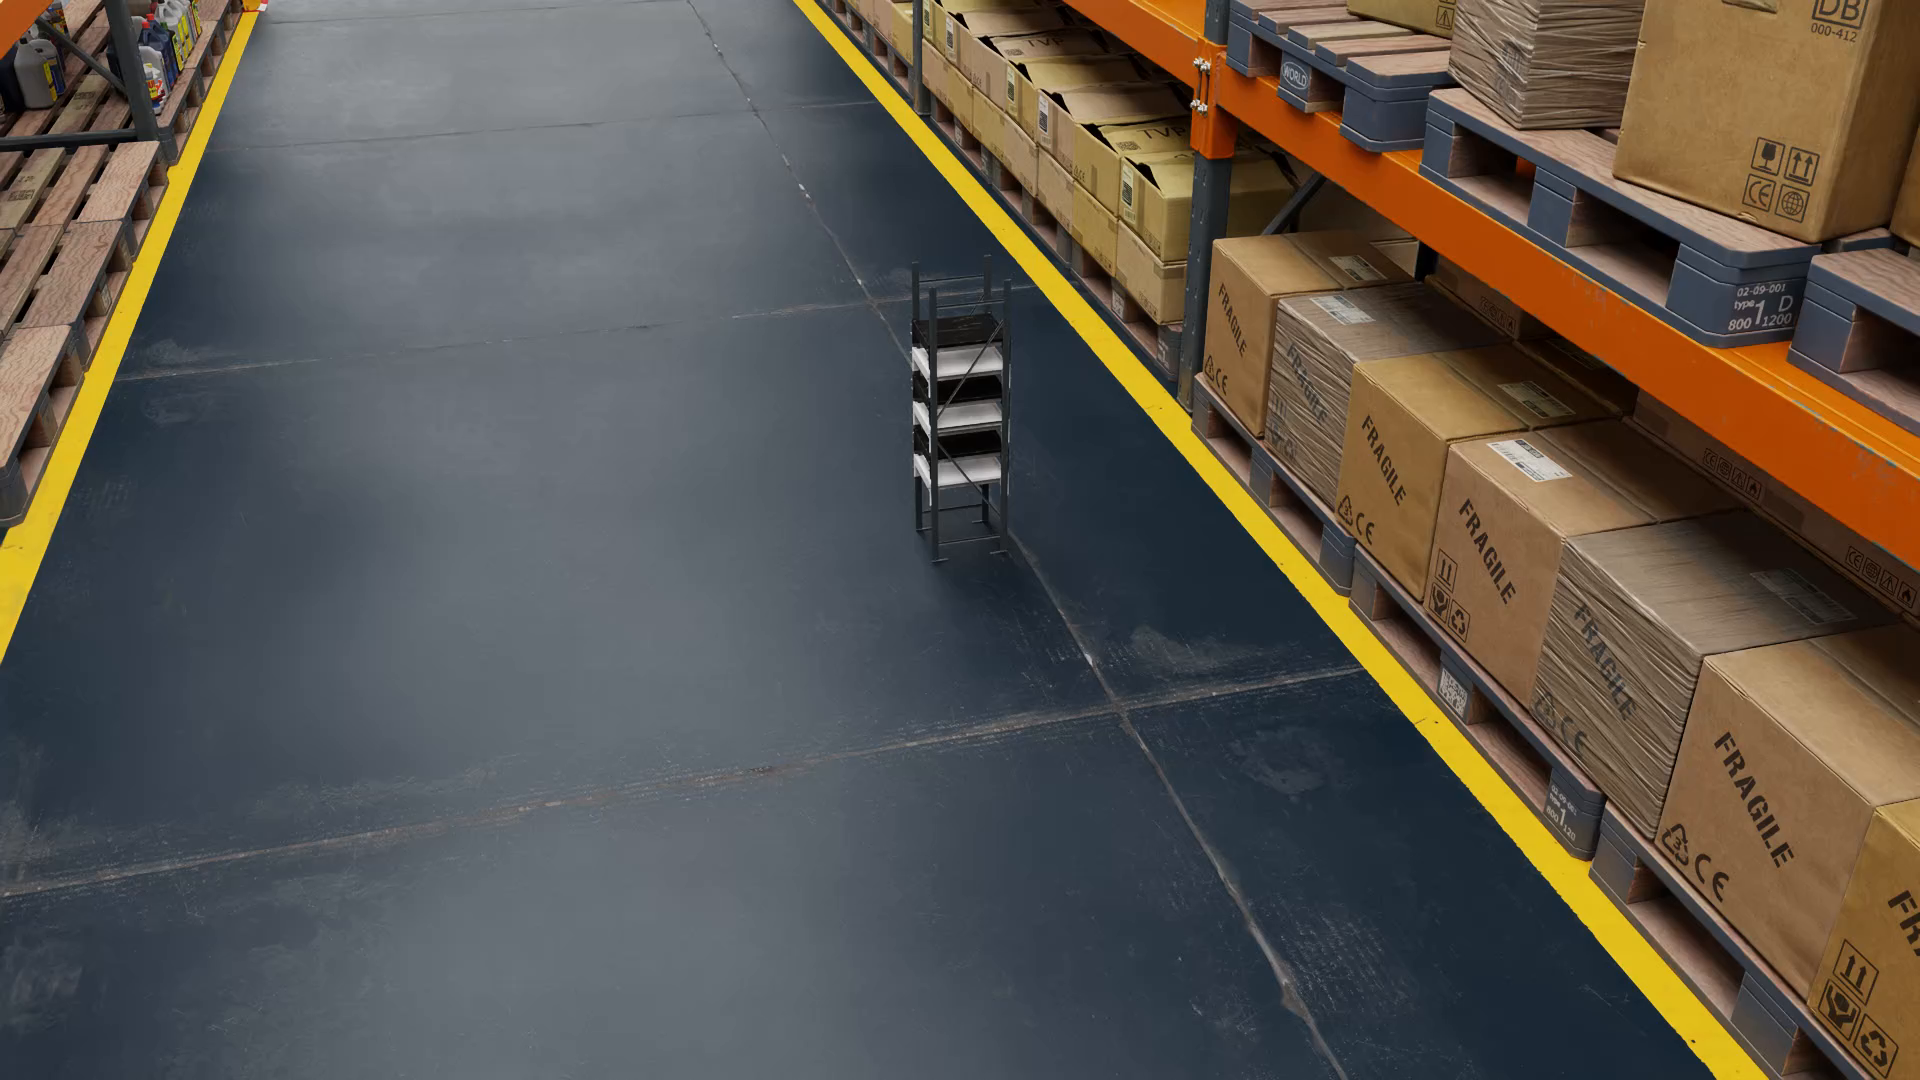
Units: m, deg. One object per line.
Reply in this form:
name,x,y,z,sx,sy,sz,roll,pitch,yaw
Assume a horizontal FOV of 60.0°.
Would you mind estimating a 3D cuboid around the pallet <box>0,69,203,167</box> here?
pallet,-4.680,-2.242,8.913,1.003,0.211,1.213,-8,31,-13

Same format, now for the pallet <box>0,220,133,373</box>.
pallet,-3.968,-0.948,6.677,1.003,0.211,1.213,-8,31,-13

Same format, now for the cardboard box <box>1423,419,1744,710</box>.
cardboard box,1.558,0.052,4.222,0.500,0.500,0.500,-9,31,-15

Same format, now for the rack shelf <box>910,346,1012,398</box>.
rack shelf,0.002,-0.512,4.944,0.258,0.077,0.200,-8,31,-13

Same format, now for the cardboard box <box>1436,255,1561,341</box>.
cardboard box,1.790,-0.830,4.997,0.500,0.250,0.500,-7,31,-11

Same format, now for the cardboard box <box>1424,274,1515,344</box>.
cardboard box,1.771,-0.532,5.231,0.500,0.500,0.500,-7,31,-11

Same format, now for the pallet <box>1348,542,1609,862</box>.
pallet,1.779,0.317,4.492,1.003,0.211,1.213,-8,31,-13

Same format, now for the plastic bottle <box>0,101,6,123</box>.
plastic bottle,-4.938,-2.232,8.466,0.097,0.201,0.097,0,30,0

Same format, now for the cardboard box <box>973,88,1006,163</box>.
cardboard box,0.378,-2.043,8.111,0.500,0.250,0.500,-9,31,-15

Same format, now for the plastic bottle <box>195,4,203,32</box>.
plastic bottle,-4.693,-3.201,10.141,0.097,0.201,0.097,0,30,0

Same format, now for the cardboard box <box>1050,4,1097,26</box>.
cardboard box,0.763,-2.602,8.517,0.500,0.311,0.500,-7,31,-12

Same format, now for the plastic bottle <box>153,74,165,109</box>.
plastic bottle,-4.231,-2.360,8.686,0.097,0.201,0.097,0,30,0

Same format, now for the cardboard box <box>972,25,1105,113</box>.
cardboard box,0.371,-2.285,7.970,0.500,0.311,0.500,-9,31,-15

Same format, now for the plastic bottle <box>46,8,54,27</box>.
plastic bottle,-5.380,-3.037,9.775,0.061,0.283,0.133,-7,31,-12

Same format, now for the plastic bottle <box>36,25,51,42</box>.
plastic bottle,-5.035,-2.681,9.160,0.061,0.283,0.133,-8,31,-13

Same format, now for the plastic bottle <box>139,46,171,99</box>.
plastic bottle,-4.316,-2.495,8.846,0.152,0.276,0.135,-7,31,-11

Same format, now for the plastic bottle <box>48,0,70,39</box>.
plastic bottle,-5.423,-3.143,9.971,0.097,0.271,0.097,0,30,0

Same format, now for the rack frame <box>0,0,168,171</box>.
rack frame,-4.542,-3.119,7.644,1.000,3.000,0.127,-8,31,-13

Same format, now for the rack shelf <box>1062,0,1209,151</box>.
rack shelf,0.766,-2.498,7.290,1.077,0.370,4.000,-8,31,-13

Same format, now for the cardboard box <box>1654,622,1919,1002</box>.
cardboard box,1.828,0.539,3.380,0.500,0.500,0.500,-8,31,-13

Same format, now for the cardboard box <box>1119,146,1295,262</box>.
cardboard box,0.920,-1.299,6.265,0.500,0.311,0.500,-7,31,-12

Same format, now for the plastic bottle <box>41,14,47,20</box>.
plastic bottle,-5.305,-2.930,9.601,0.097,0.271,0.097,0,30,0

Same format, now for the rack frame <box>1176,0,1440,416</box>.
rack frame,1.297,-1.844,5.441,1.000,3.000,0.127,-8,31,-13

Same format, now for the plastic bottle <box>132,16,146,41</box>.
plastic bottle,-4.655,-2.840,9.442,0.152,0.276,0.135,-8,31,-13

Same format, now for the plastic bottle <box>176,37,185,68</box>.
plastic bottle,-4.459,-2.774,9.403,0.097,0.201,0.097,0,30,0

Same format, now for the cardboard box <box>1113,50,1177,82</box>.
cardboard box,1.023,-2.118,7.680,0.500,0.311,0.500,-8,31,-14

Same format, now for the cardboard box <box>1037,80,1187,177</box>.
cardboard box,0.645,-1.793,7.119,0.500,0.311,0.500,-8,31,-14

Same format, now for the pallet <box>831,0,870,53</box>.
pallet,-0.263,-3.549,11.171,1.003,0.211,1.213,-8,31,-13

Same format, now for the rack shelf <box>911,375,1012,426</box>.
rack shelf,0.002,-0.435,4.989,0.258,0.077,0.200,-8,31,-13

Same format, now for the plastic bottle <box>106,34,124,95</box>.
plastic bottle,-4.495,-2.589,8.933,0.144,0.351,0.185,-8,31,-13

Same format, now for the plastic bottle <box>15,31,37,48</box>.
plastic bottle,-5.127,-2.684,9.098,0.144,0.351,0.185,-8,31,-14

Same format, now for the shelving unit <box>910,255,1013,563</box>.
shelving unit,0.002,-0.386,5.018,0.258,0.900,0.210,-8,31,-13

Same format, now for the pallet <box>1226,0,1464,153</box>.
pallet,1.544,-1.443,4.940,1.213,0.211,1.003,-8,31,-13

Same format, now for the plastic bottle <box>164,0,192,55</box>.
plastic bottle,-4.568,-2.994,9.634,0.144,0.351,0.185,-7,31,-11

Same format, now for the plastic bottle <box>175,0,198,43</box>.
plastic bottle,-4.653,-3.108,9.906,0.152,0.276,0.135,-8,31,-13

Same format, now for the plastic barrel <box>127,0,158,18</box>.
plastic barrel,-5.222,-3.606,10.550,0.421,0.512,0.421,0,30,0

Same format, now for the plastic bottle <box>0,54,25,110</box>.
plastic bottle,-4.991,-2.436,8.669,0.144,0.351,0.185,-9,31,-15

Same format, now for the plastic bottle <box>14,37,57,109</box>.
plastic bottle,-4.852,-2.455,8.702,0.144,0.351,0.185,-8,31,-13

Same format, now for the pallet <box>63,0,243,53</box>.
pallet,-5.327,-3.421,10.949,1.003,0.211,1.213,-8,31,-13

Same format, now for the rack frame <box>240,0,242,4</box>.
rack frame,-5.603,-5.051,10.982,1.000,3.000,0.127,-8,31,-13

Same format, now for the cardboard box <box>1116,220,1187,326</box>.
cardboard box,0.922,-1.057,6.408,0.500,0.250,0.500,-7,31,-12

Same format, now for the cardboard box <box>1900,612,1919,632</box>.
cardboard box,2.313,0.457,3.522,0.500,0.500,0.500,-7,31,-13

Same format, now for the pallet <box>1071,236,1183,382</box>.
pallet,1.116,-1.040,6.836,1.003,0.211,1.213,-8,31,-13

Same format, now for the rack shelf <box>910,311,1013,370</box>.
rack shelf,0.002,-0.590,4.899,0.258,0.077,0.200,-8,31,-13

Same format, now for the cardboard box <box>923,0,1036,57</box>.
cardboard box,0.104,-2.777,8.820,0.500,0.311,0.500,-8,31,-13

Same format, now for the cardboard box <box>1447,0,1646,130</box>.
cardboard box,1.631,-1.313,4.004,0.700,0.500,0.500,-2,30,-4

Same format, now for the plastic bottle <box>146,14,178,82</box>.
plastic bottle,-4.406,-2.699,9.124,0.144,0.351,0.185,-9,31,-15

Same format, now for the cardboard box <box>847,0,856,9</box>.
cardboard box,-0.502,-3.686,10.950,0.500,0.250,0.500,-8,31,-13

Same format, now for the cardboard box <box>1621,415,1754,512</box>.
cardboard box,2.054,-0.029,4.362,0.500,0.500,0.500,-9,31,-15

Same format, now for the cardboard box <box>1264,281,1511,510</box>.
cardboard box,1.286,-0.442,5.076,0.500,0.500,0.500,-9,31,-15

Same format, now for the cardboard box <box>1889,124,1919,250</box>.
cardboard box,2.205,-0.719,2.979,0.700,0.500,0.500,-3,30,-5

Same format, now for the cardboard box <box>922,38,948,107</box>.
cardboard box,0.103,-2.540,8.969,0.500,0.250,0.500,-9,31,-14

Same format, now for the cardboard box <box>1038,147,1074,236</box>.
cardboard box,0.651,-1.549,7.258,0.500,0.250,0.500,-7,31,-12

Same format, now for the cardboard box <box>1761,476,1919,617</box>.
cardboard box,2.199,-0.094,3.726,0.500,0.250,0.500,-8,31,-13

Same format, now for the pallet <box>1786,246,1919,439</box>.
pallet,2.251,-0.229,2.844,1.003,0.211,1.213,-8,31,-13

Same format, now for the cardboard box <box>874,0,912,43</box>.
cardboard box,-0.222,-3.205,10.119,0.500,0.250,0.500,-8,31,-13

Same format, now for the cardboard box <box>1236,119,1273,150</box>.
cardboard box,1.293,-1.623,6.825,0.500,0.311,0.500,-9,31,-15

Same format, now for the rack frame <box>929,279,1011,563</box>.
rack frame,0.029,-0.336,4.933,0.240,0.900,0.006,-8,31,-13

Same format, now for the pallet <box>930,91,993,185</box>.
pallet,0.468,-2.218,8.872,1.003,0.211,1.213,-8,31,-13
